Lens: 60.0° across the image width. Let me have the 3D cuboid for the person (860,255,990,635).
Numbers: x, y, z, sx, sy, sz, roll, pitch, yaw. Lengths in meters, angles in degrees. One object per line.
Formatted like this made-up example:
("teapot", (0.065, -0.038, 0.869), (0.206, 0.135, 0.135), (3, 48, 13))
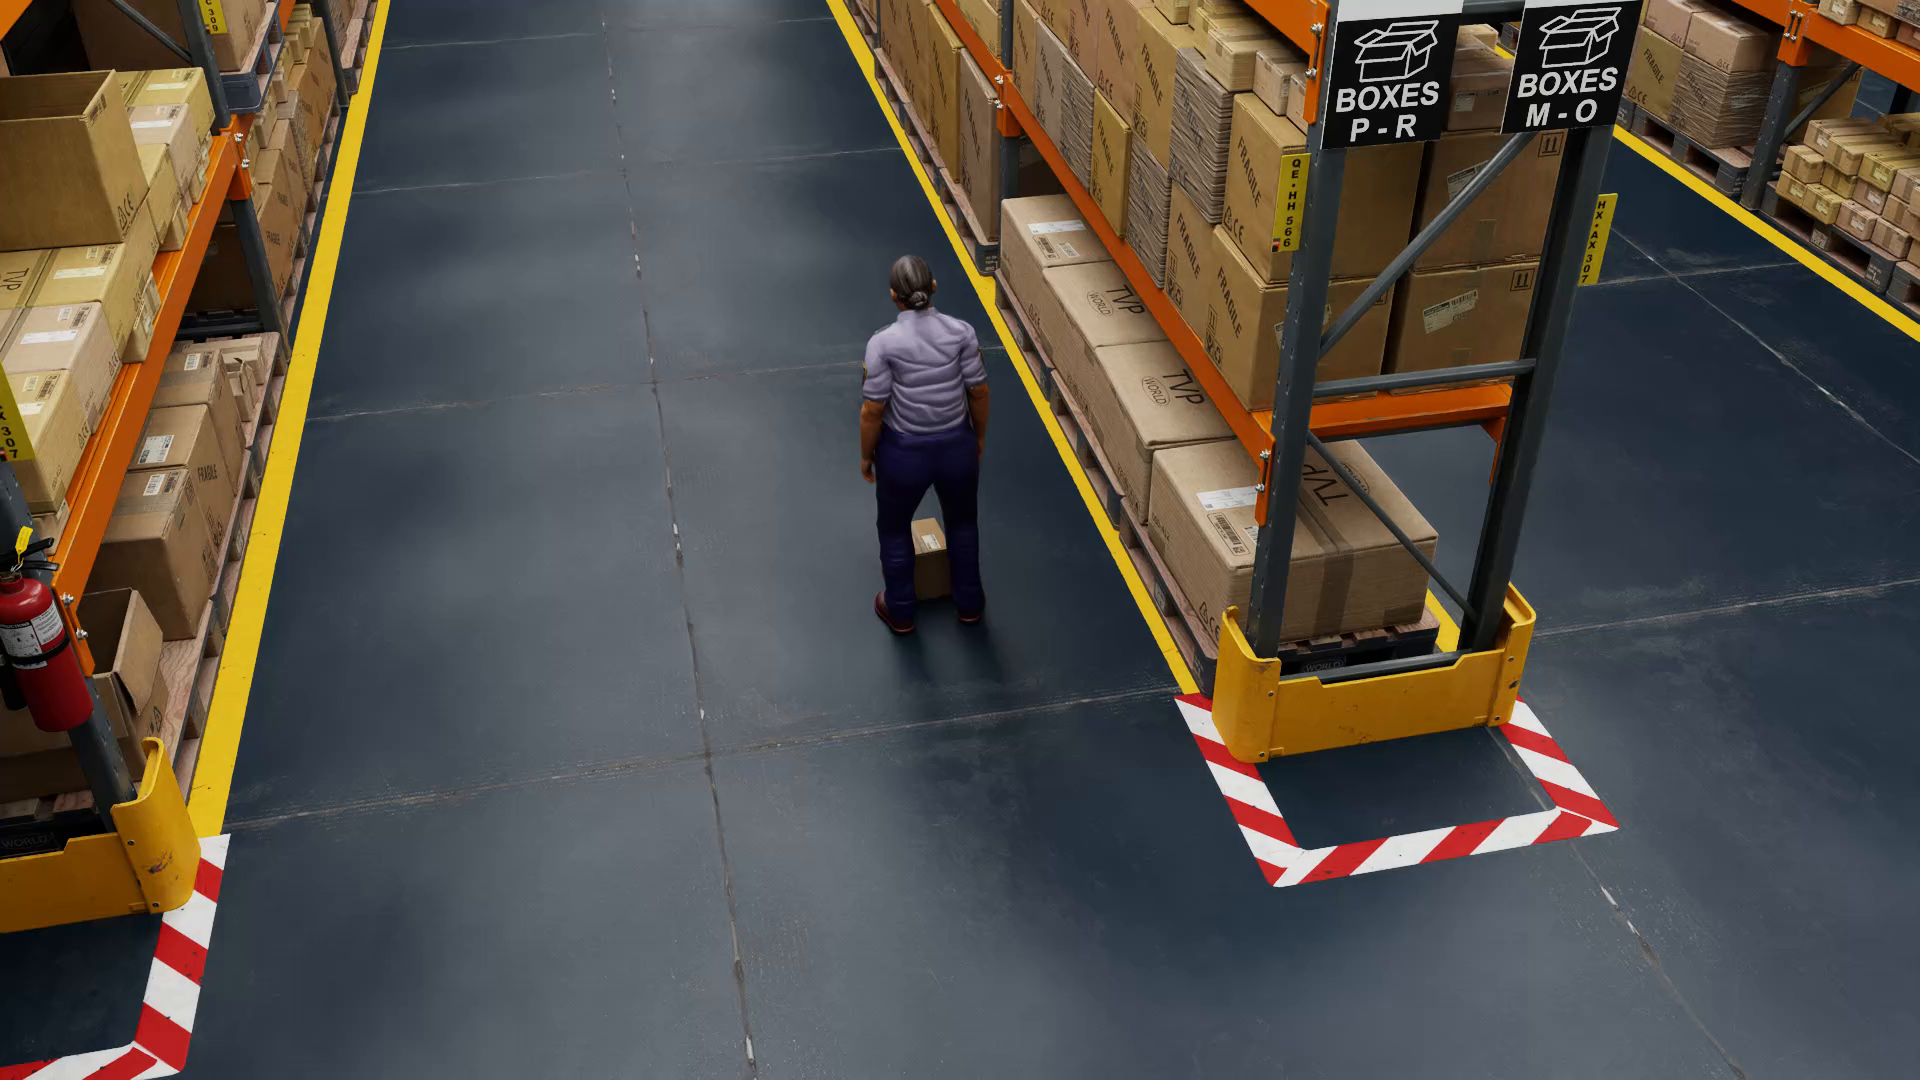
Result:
("person", (-0.135, -0.352, 6.663), (0.545, 1.650, 0.375), (-9, 36, -13))
